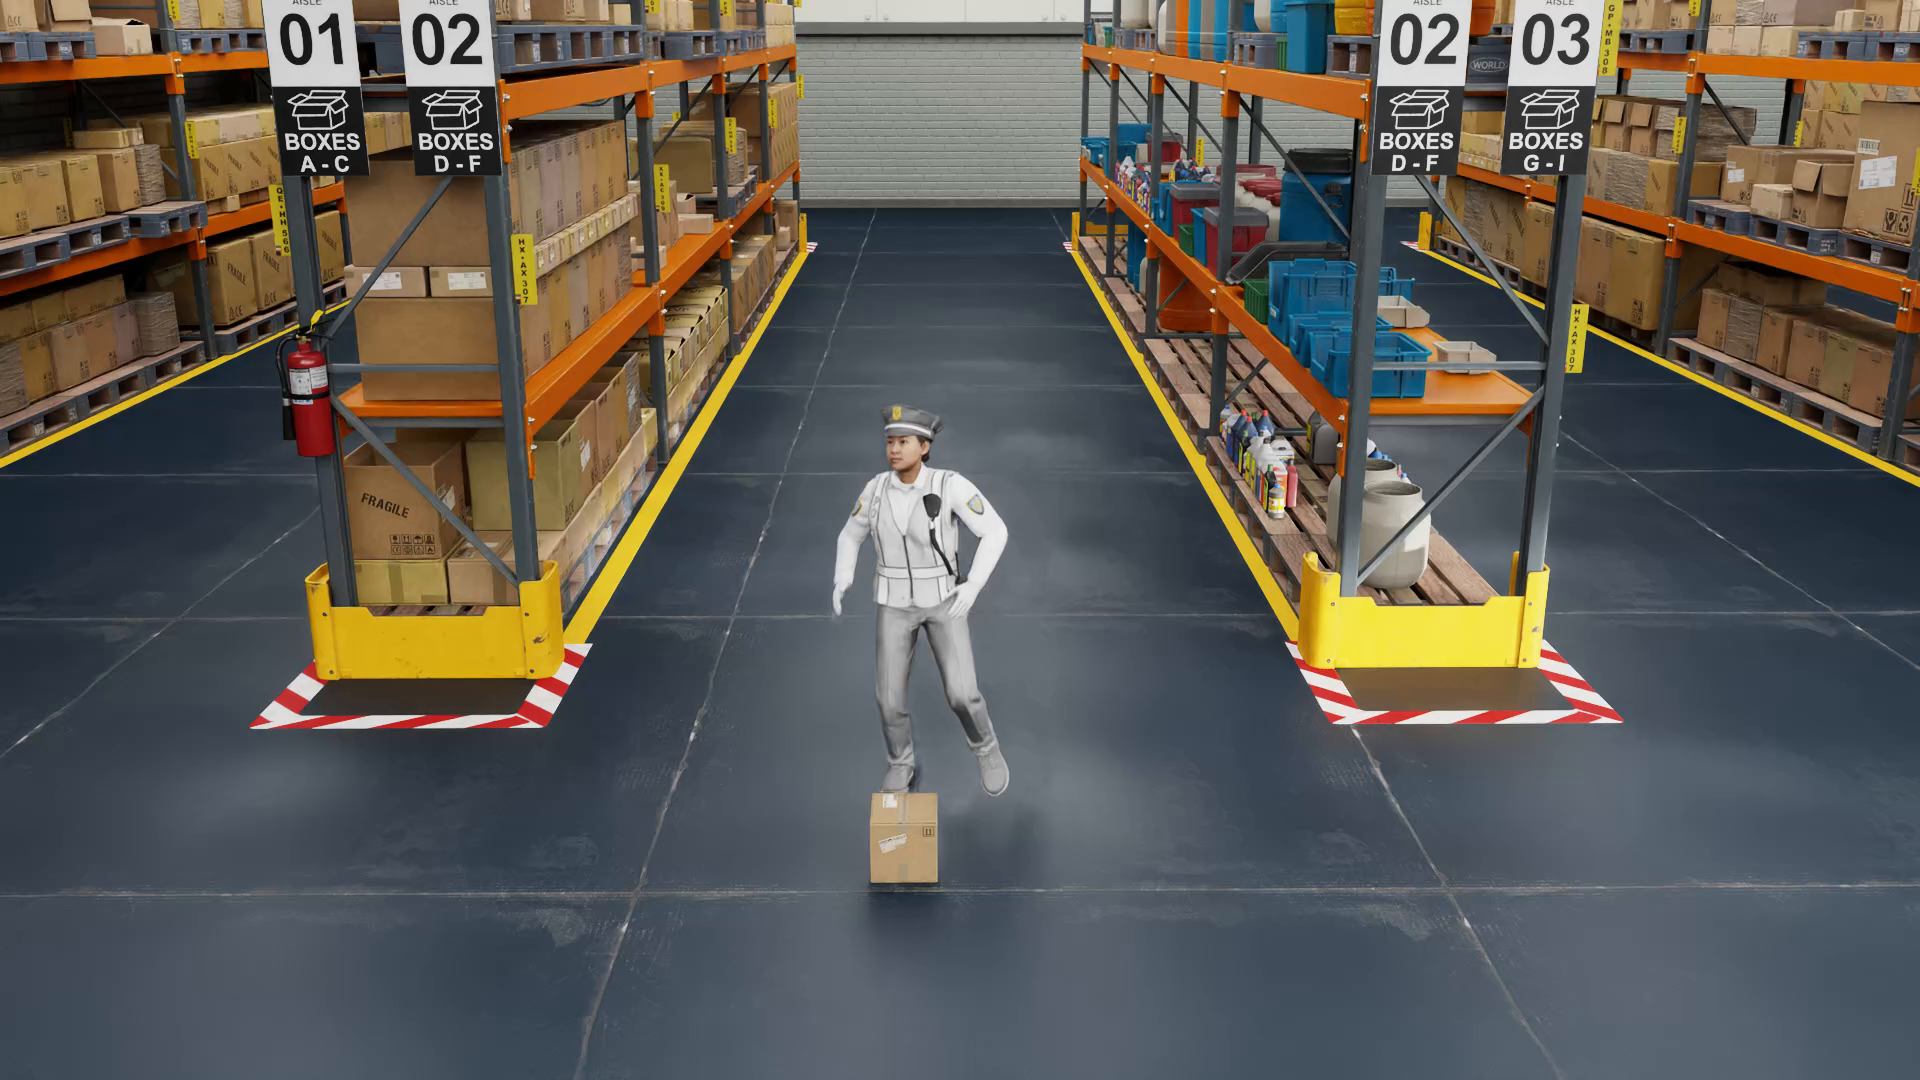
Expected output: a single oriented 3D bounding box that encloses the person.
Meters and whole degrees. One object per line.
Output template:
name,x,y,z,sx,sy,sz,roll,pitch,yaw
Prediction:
person,-0.163,0.284,6.658,0.741,1.660,0.520,3,17,9
